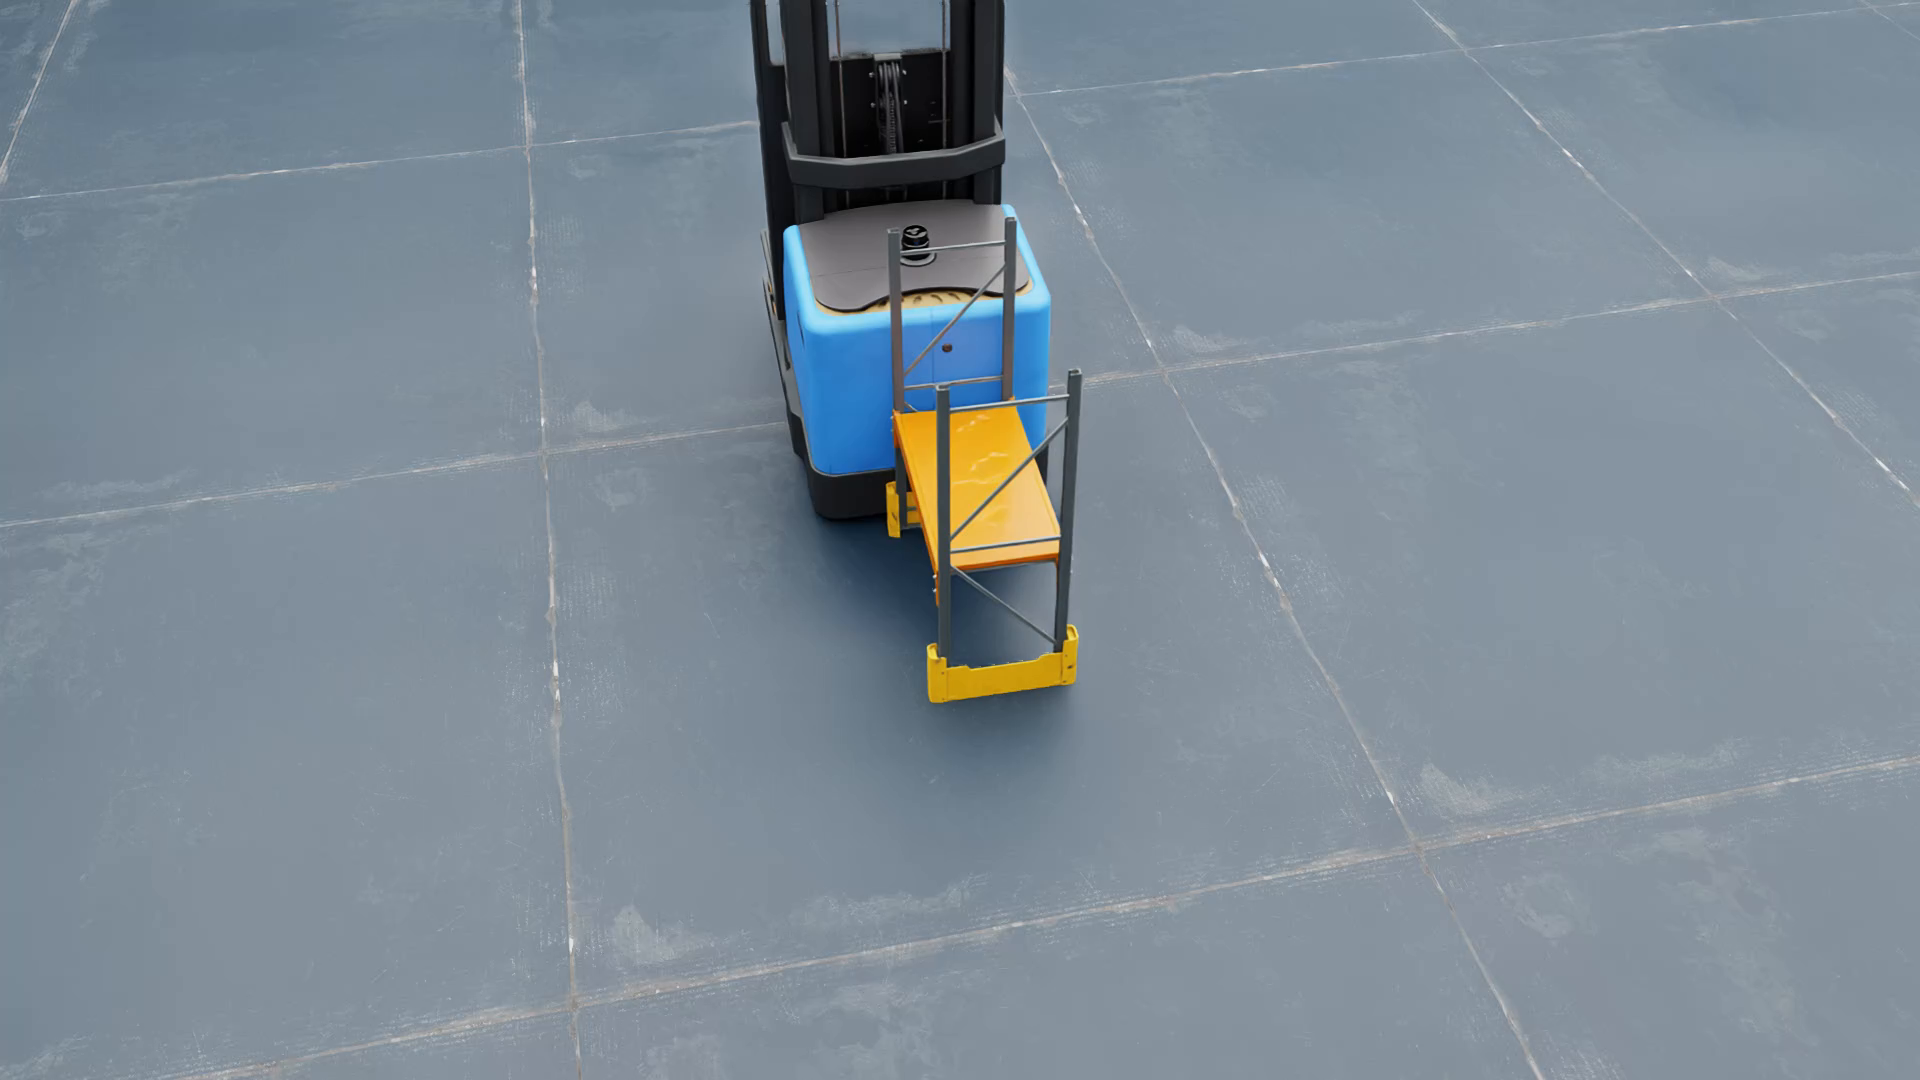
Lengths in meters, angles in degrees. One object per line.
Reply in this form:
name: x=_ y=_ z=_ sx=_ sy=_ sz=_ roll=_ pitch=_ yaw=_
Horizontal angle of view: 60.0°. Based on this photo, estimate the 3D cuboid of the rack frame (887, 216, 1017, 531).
rack frame: x=-0.028 y=-0.642 z=6.844 sx=0.500 sy=1.500 sz=0.032 roll=-7 pitch=42 yaw=-8

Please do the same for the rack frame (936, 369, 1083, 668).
rack frame: x=0.166 y=0.020 z=6.098 sx=0.500 sy=1.500 sz=0.032 roll=-7 pitch=42 yaw=-8

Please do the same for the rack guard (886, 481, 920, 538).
rack guard: x=-0.025 y=-0.162 z=7.245 sx=0.587 sy=0.250 sz=0.087 roll=-7 pitch=42 yaw=-8

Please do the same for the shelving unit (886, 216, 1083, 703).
shelving unit: x=0.071 y=-0.305 z=6.464 sx=0.587 sy=1.500 sz=1.083 roll=-7 pitch=42 yaw=-8

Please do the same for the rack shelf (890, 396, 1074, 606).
rack shelf: x=0.069 y=-0.177 z=6.590 sx=0.538 sy=0.185 sz=1.000 roll=-7 pitch=42 yaw=-8

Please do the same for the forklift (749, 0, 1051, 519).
forklift: x=-0.397 y=-2.175 z=7.492 sx=1.130 sy=2.935 sz=3.031 roll=-7 pitch=42 yaw=-8

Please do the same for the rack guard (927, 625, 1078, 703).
rack guard: x=0.166 y=0.487 z=6.513 sx=0.587 sy=0.250 sz=0.087 roll=-7 pitch=42 yaw=-8
